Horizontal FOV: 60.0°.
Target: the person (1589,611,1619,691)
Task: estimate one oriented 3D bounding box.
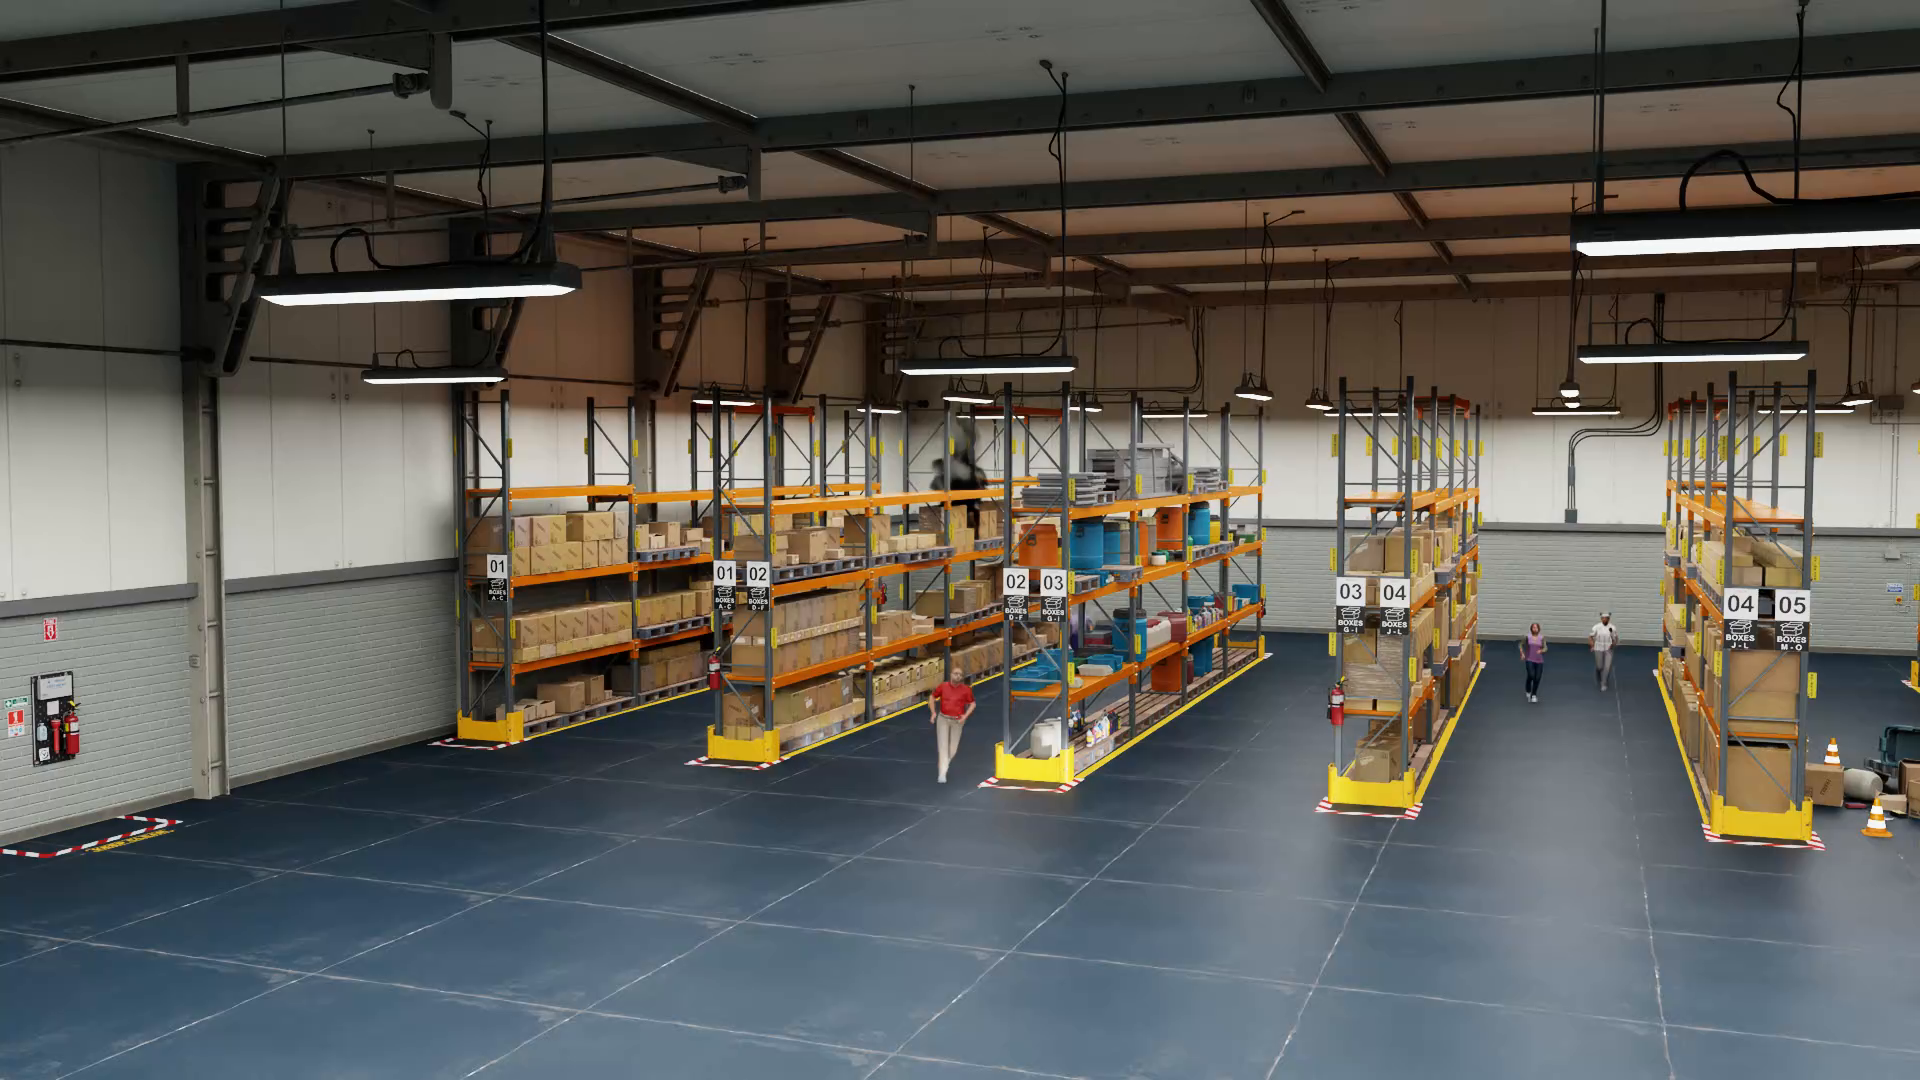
[{"bbox_3d":[13.329,2.290,34.408,0.582,1.664,0.558,1,3,17],"label":"person"}]

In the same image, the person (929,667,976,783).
[{"bbox_3d":[-0.114,2.780,25.229,0.703,1.708,0.742,0,3,-2],"label":"person"}]

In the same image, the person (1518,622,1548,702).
[{"bbox_3d":[11.266,2.397,32.657,0.509,1.563,0.635,0,3,8],"label":"person"}]

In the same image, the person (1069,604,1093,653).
[{"bbox_3d":[2.654,2.186,36.780,0.593,1.594,0.586,0,3,8],"label":"person"}]
